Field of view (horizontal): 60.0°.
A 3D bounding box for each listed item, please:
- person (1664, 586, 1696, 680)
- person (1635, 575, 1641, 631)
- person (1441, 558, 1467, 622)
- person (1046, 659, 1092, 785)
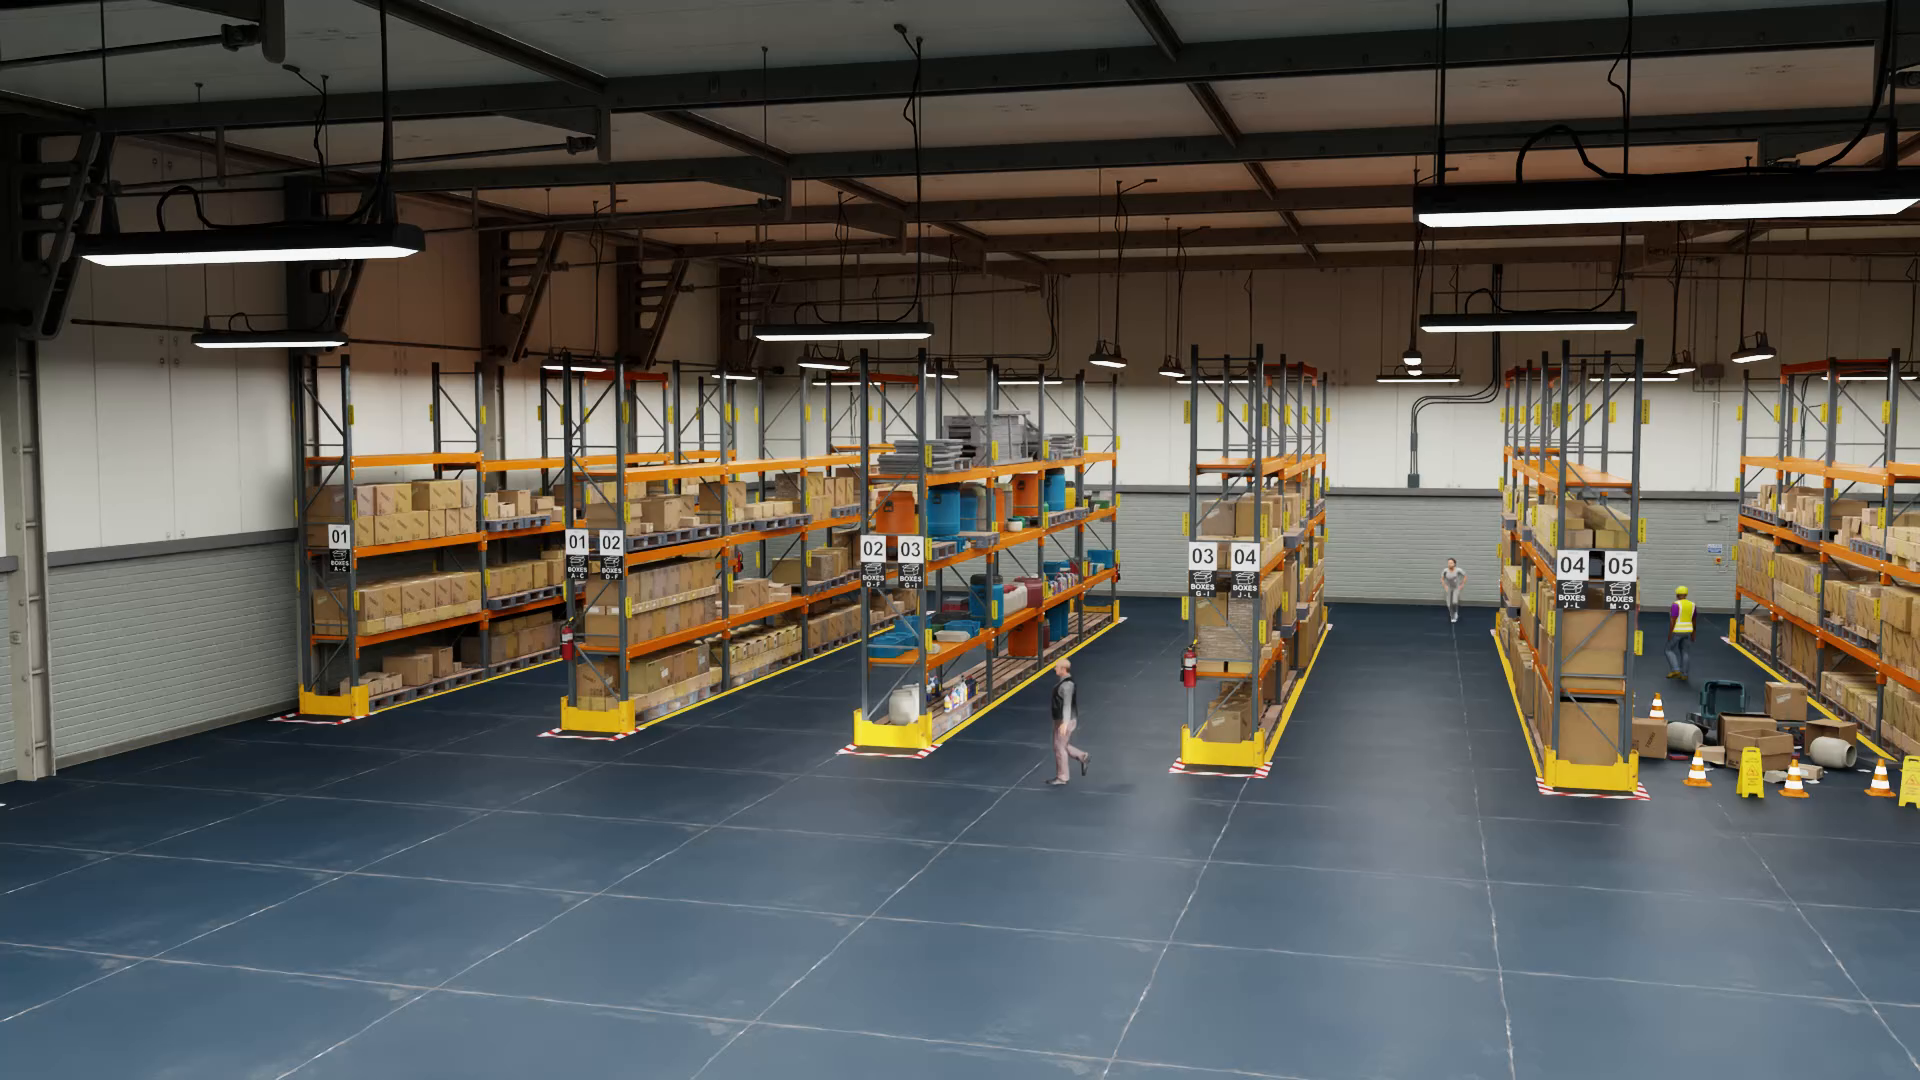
[{"bbox_3d":[13.674,1.760,31.558,0.612,1.774,0.398,-1,4,-15],"label":"person"},{"bbox_3d":[14.697,1.442,36.417,0.489,1.678,0.399,-3,5,-34],"label":"person"},{"bbox_3d":[11.934,1.207,40.161,0.603,1.577,0.692,2,5,26],"label":"person"},{"bbox_3d":[1.475,2.453,22.511,0.627,1.711,0.592,0,4,2],"label":"person"}]
